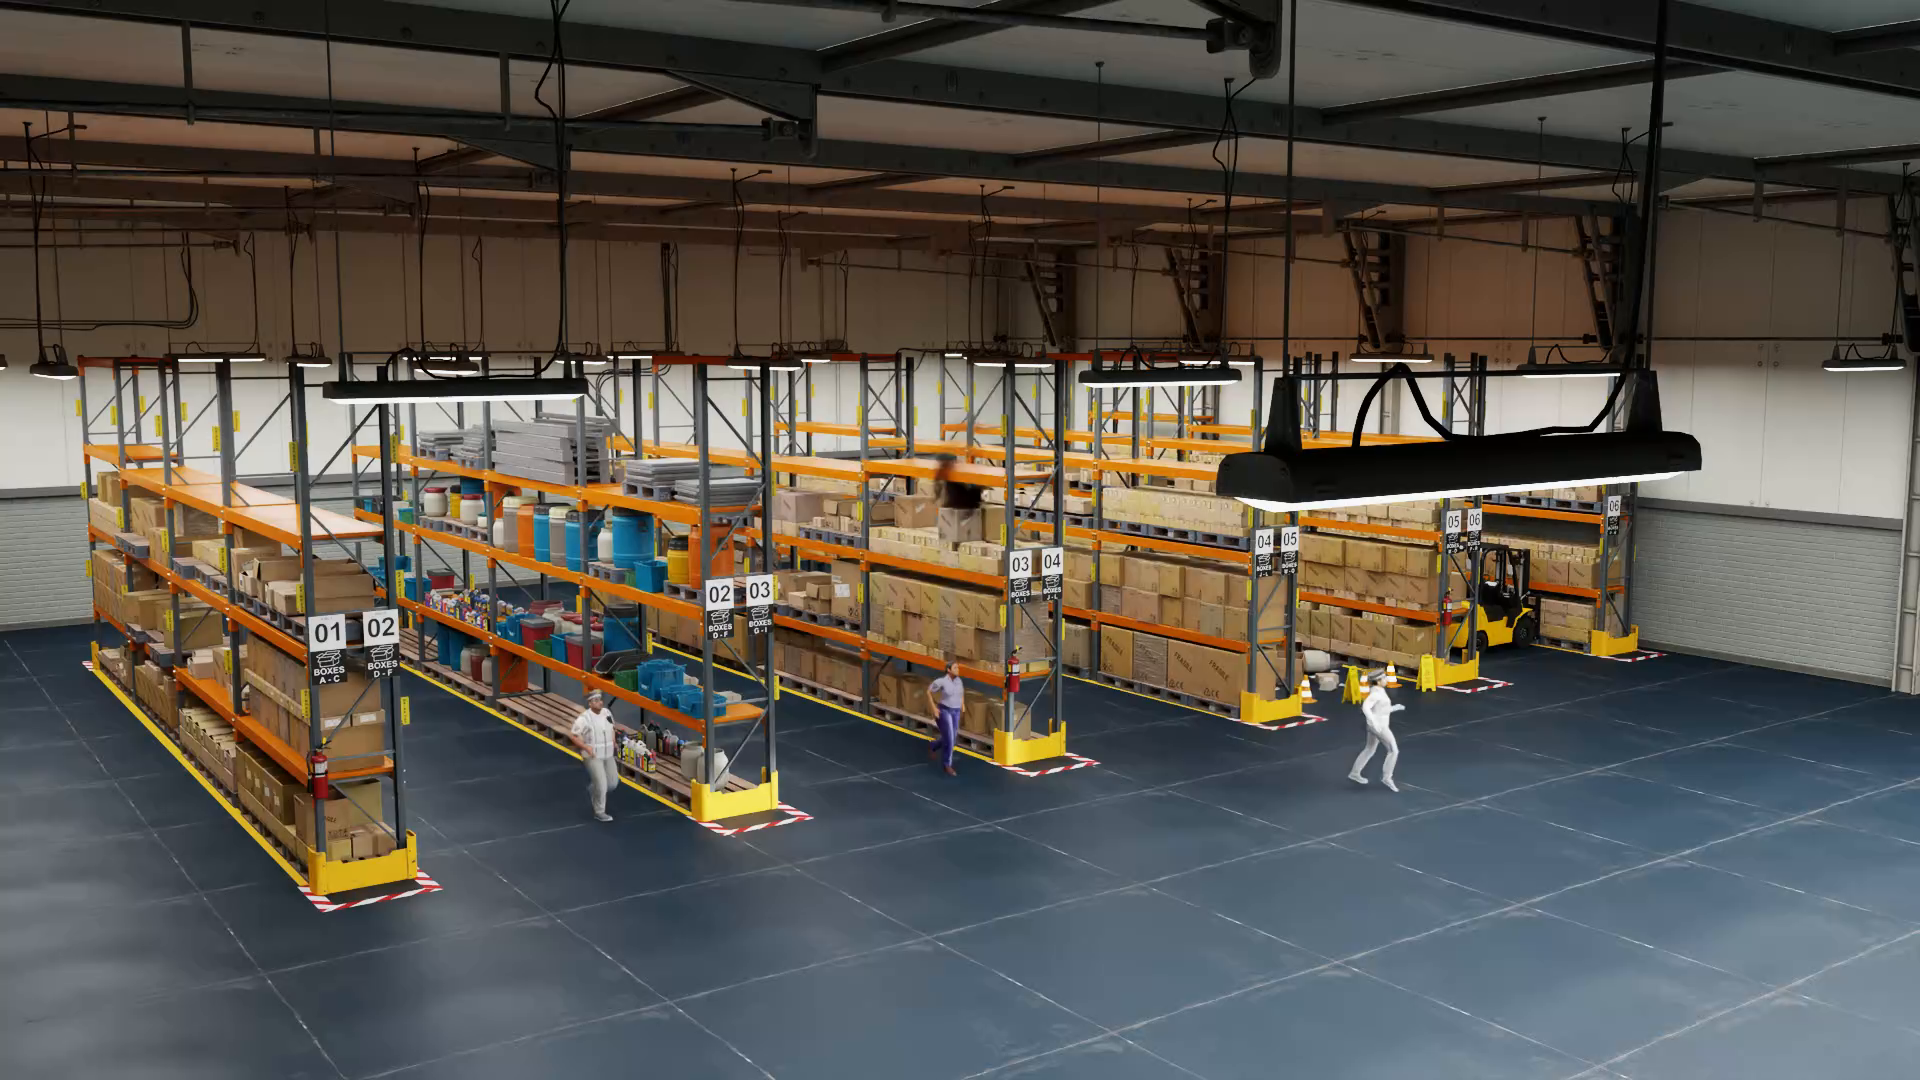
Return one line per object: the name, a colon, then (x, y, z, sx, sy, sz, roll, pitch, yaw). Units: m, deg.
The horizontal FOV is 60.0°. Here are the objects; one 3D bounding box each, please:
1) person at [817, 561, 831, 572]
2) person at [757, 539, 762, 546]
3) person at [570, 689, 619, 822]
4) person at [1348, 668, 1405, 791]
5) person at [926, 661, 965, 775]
person: (-3.377, 0.379, 42.757, 1.000, 1.582, 0.538, -5, 9, -37)
person: (-4.922, 0.500, 41.773, 0.633, 1.658, 0.725, -6, 9, -38)
person: (-4.806, 2.813, 21.951, 0.654, 1.733, 0.664, 7, 10, 44)
person: (5.868, 2.664, 23.386, 0.747, 1.750, 0.584, 0, 7, 3)
person: (-0.182, 2.589, 24.500, 0.652, 1.631, 0.738, -6, 9, -42)
